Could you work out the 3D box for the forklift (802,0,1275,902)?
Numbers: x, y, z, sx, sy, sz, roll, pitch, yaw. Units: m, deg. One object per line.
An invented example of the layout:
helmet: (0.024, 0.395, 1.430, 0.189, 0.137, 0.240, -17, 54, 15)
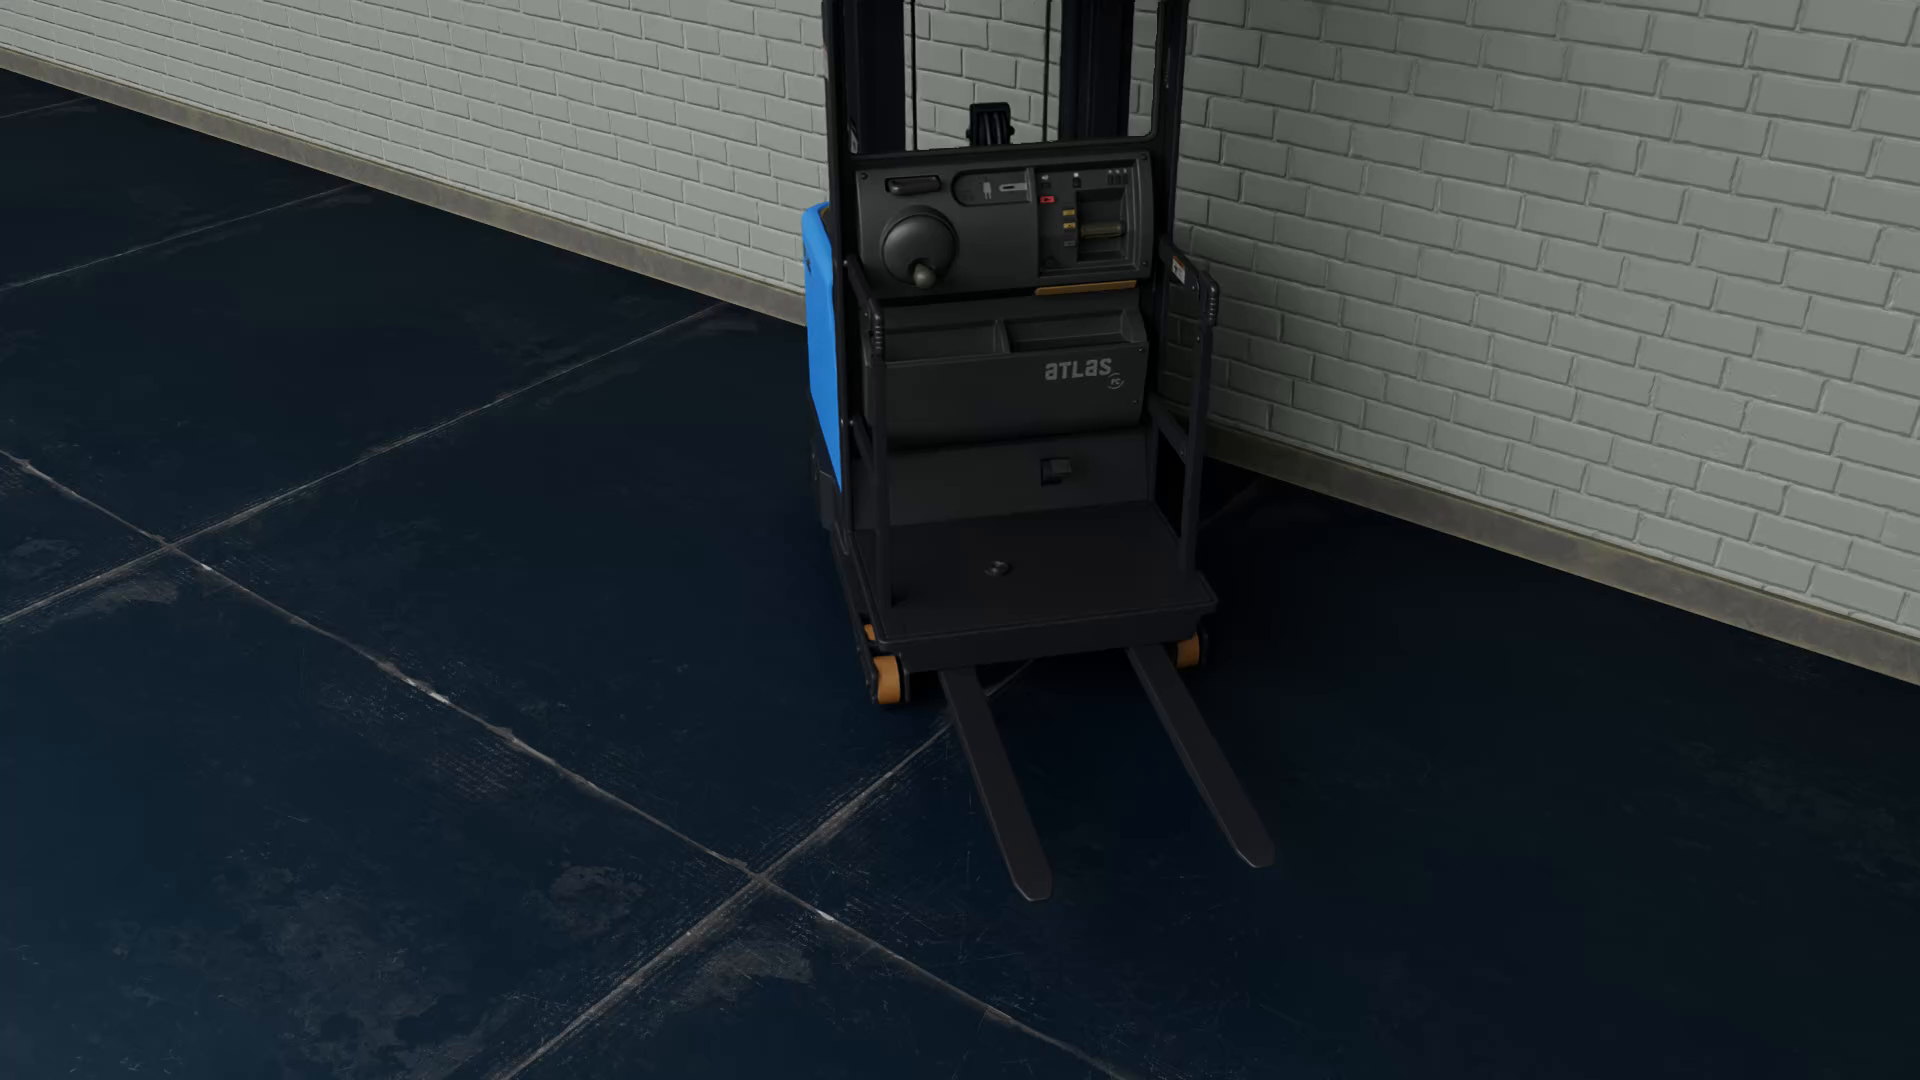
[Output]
forklift: (0.191, -0.936, 4.954, 1.130, 2.935, 3.031, -6, 31, -10)
